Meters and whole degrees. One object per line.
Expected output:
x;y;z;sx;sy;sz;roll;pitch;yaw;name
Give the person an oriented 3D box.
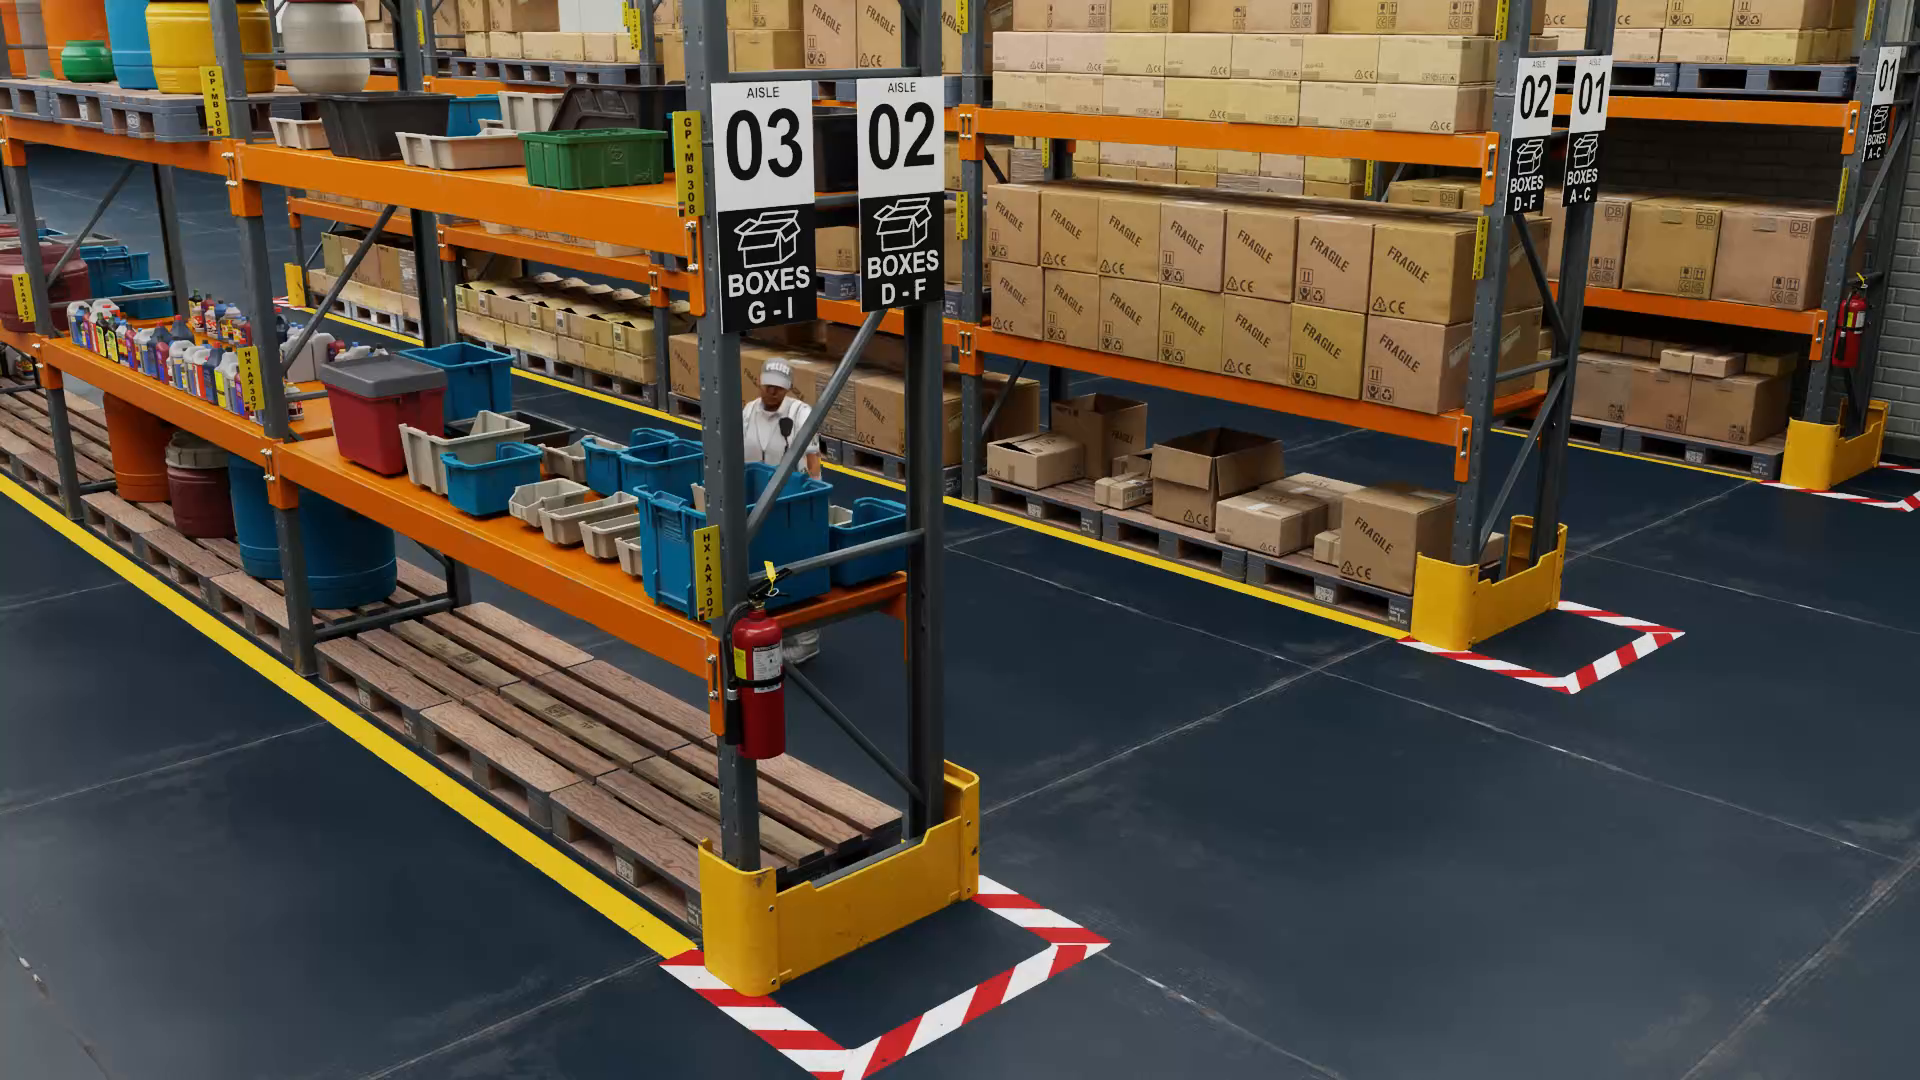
-1.003;-0.164;8.990;0.546;1.673;0.468;7;19;20;person
